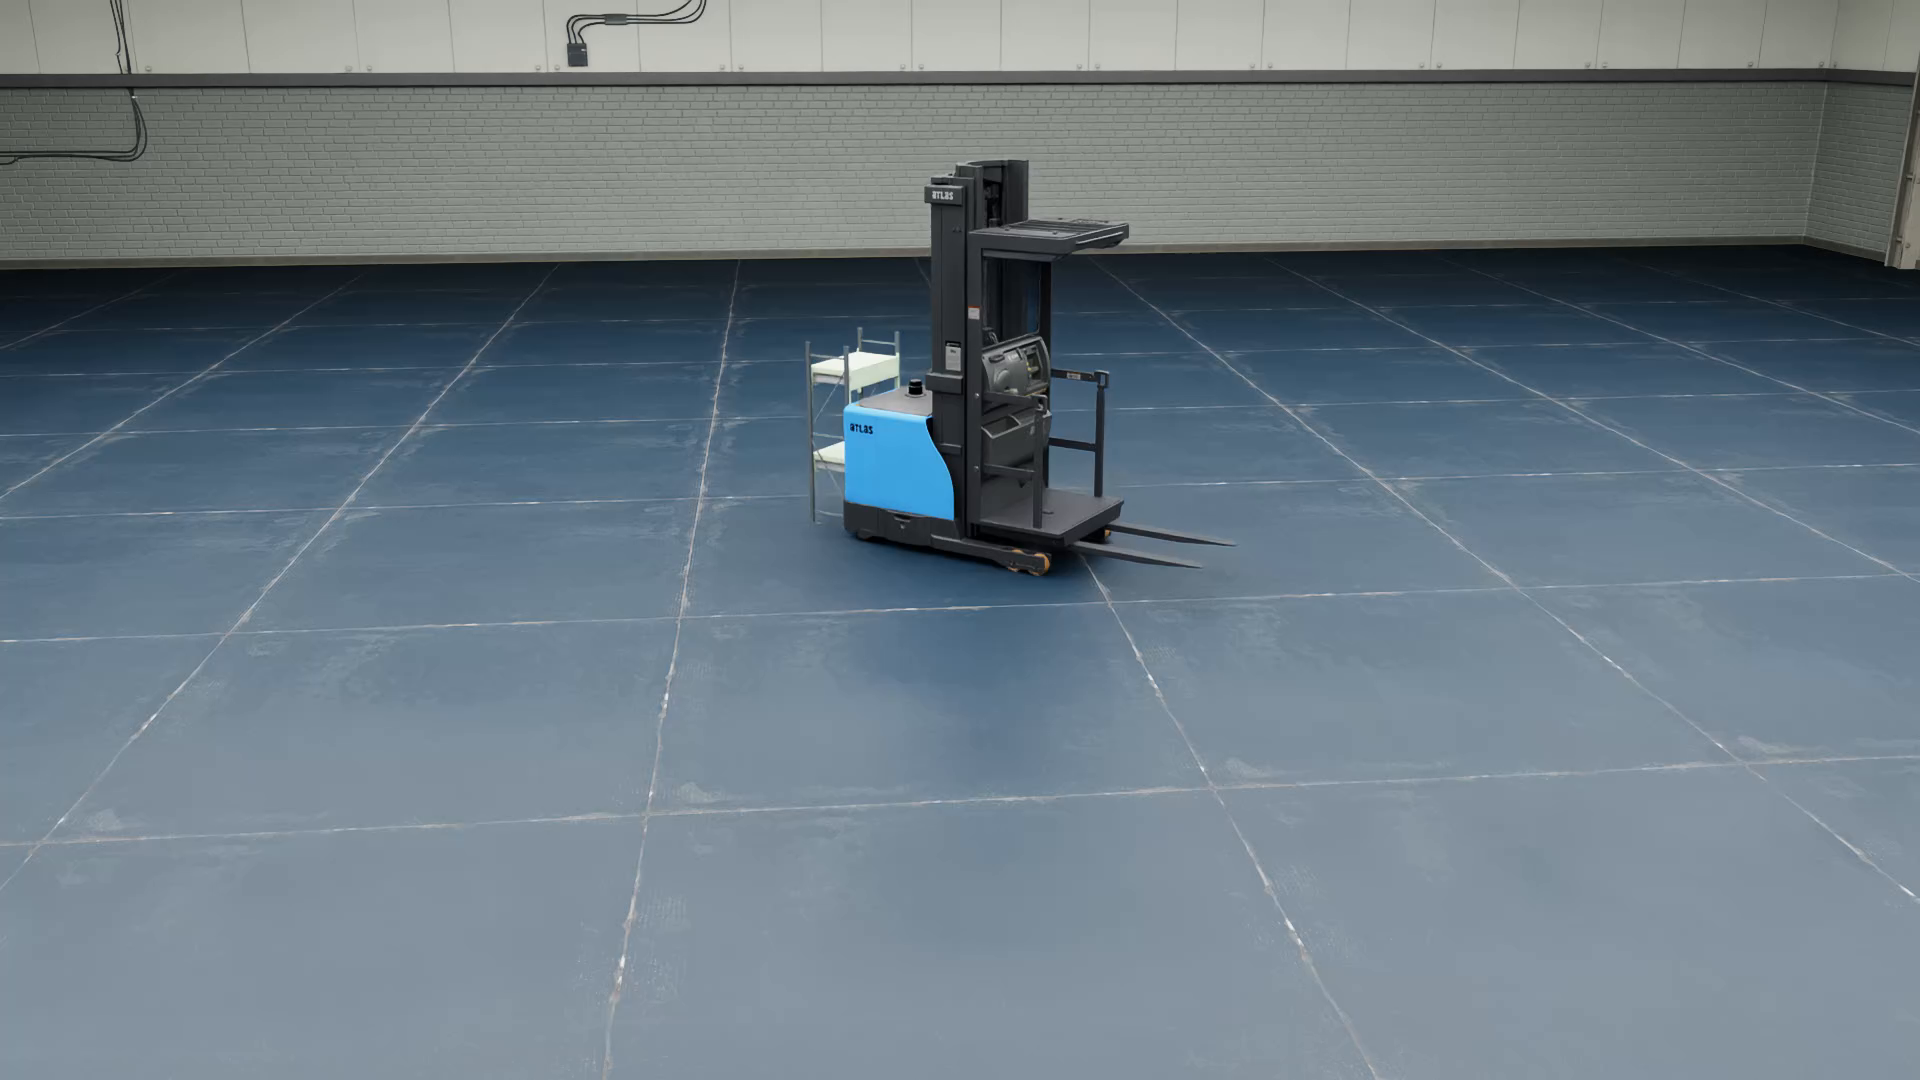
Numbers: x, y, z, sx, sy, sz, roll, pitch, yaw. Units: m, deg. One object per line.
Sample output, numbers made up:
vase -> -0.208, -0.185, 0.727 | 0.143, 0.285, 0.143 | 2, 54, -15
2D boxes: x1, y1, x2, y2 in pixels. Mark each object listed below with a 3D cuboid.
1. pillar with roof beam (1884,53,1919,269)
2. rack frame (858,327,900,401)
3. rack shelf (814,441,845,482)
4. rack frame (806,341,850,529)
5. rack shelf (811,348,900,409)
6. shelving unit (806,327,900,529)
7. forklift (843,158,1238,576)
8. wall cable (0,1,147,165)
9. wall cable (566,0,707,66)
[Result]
pillar with roof beam -> 11.322, -8.688, 25.826 | 9.100, 9.000, 0.400 | -2, 18, -6
rack frame -> -0.671, -1.016, 13.908 | 0.400, 1.500, 0.023 | 10, 20, 29
rack shelf -> -0.859, -0.611, 13.706 | 0.431, 0.370, 0.720 | 10, 20, 29
rack frame -> -1.047, -0.828, 13.309 | 0.400, 1.500, 0.023 | 10, 20, 29
rack shelf -> -0.859, -1.294, 13.492 | 0.431, 0.370, 0.720 | 10, 20, 29
shelving unit -> -0.859, -0.922, 13.609 | 0.431, 1.500, 0.755 | 10, 20, 29
forklift -> 0.602, -1.313, 12.465 | 3.031, 2.935, 1.130 | 10, 20, 30
wall cable -> -14.717, -7.285, 26.541 | 3.097, 2.526, 0.112 | -2, 18, -6
wall cable -> -5.273, -10.677, 26.485 | 2.305, 6.003, 0.169 | -2, 18, -6
